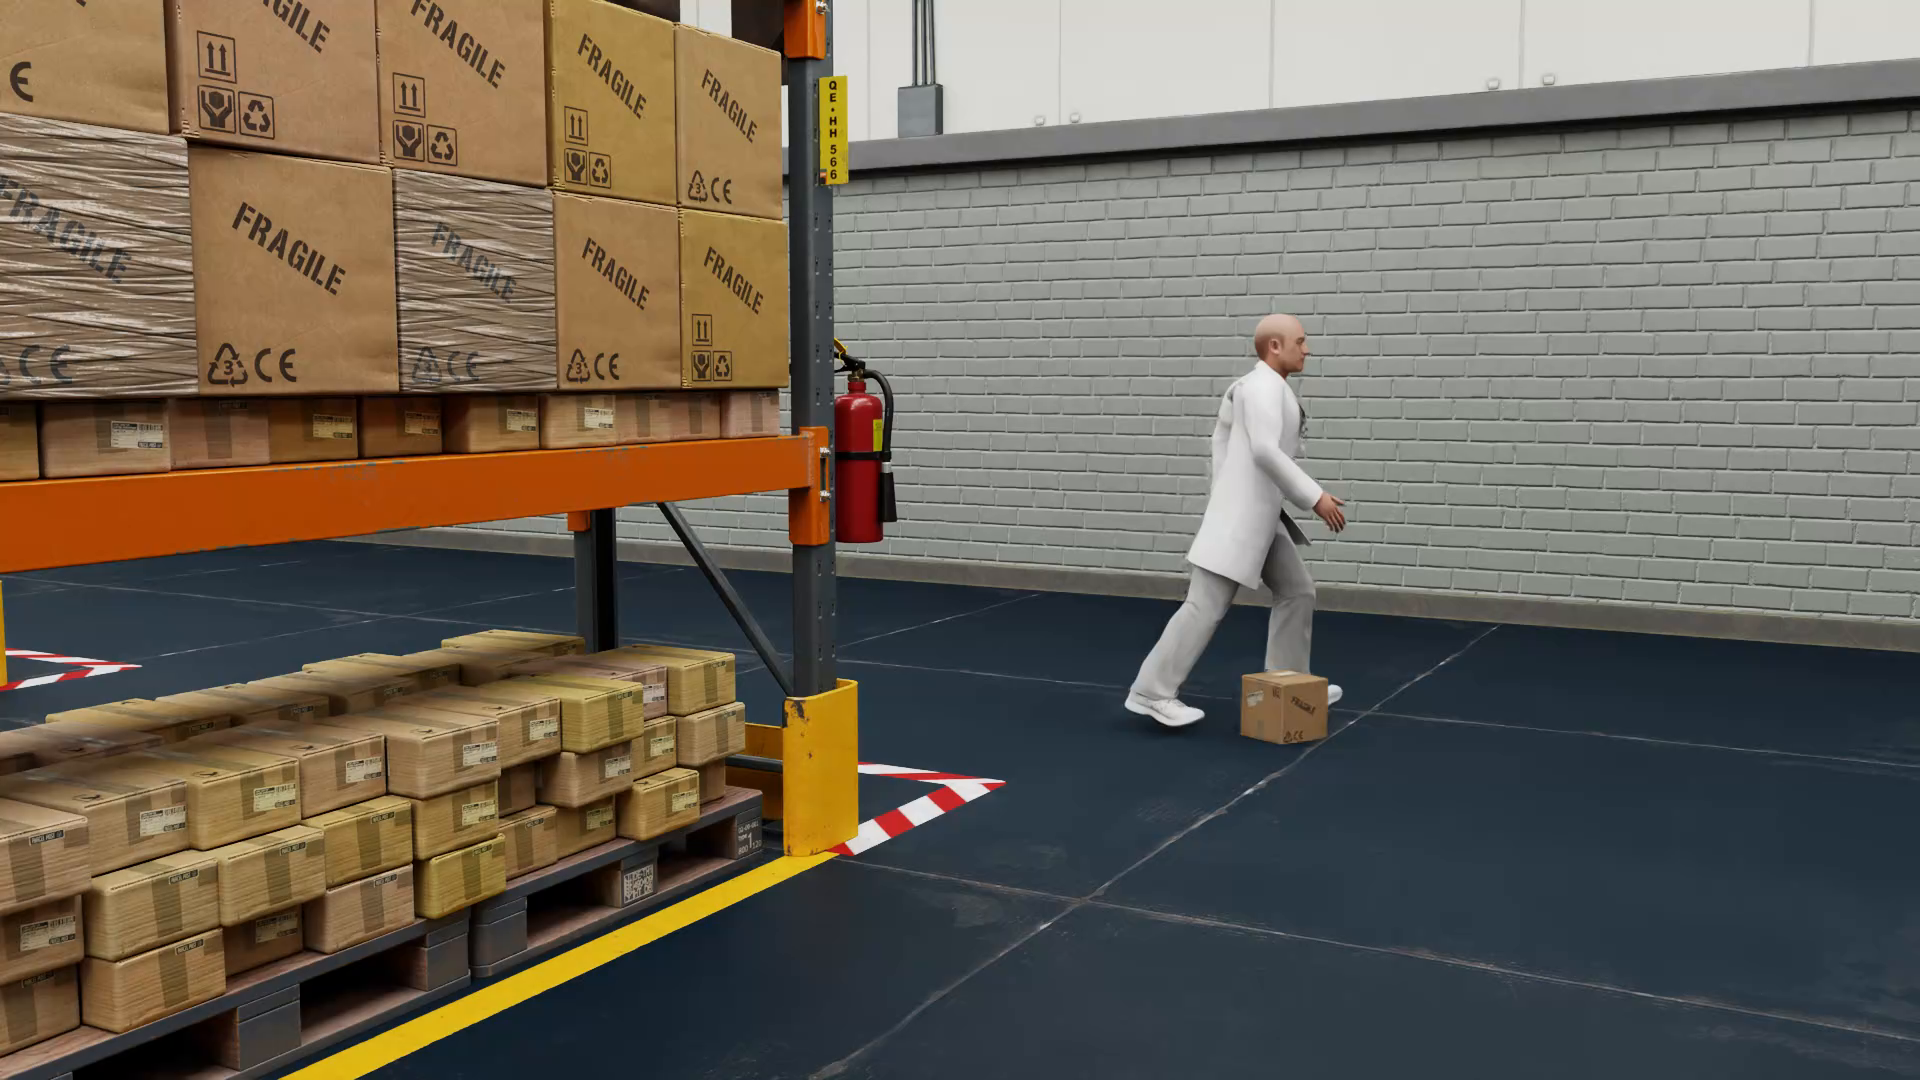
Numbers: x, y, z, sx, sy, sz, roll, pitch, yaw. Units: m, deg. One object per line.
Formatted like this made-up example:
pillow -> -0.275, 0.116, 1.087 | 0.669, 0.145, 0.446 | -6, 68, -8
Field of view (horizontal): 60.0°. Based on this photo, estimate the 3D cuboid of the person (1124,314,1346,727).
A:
person -> 1.169, -0.089, 7.014 | 0.912, 1.715, 0.706 | 1, 6, 12
